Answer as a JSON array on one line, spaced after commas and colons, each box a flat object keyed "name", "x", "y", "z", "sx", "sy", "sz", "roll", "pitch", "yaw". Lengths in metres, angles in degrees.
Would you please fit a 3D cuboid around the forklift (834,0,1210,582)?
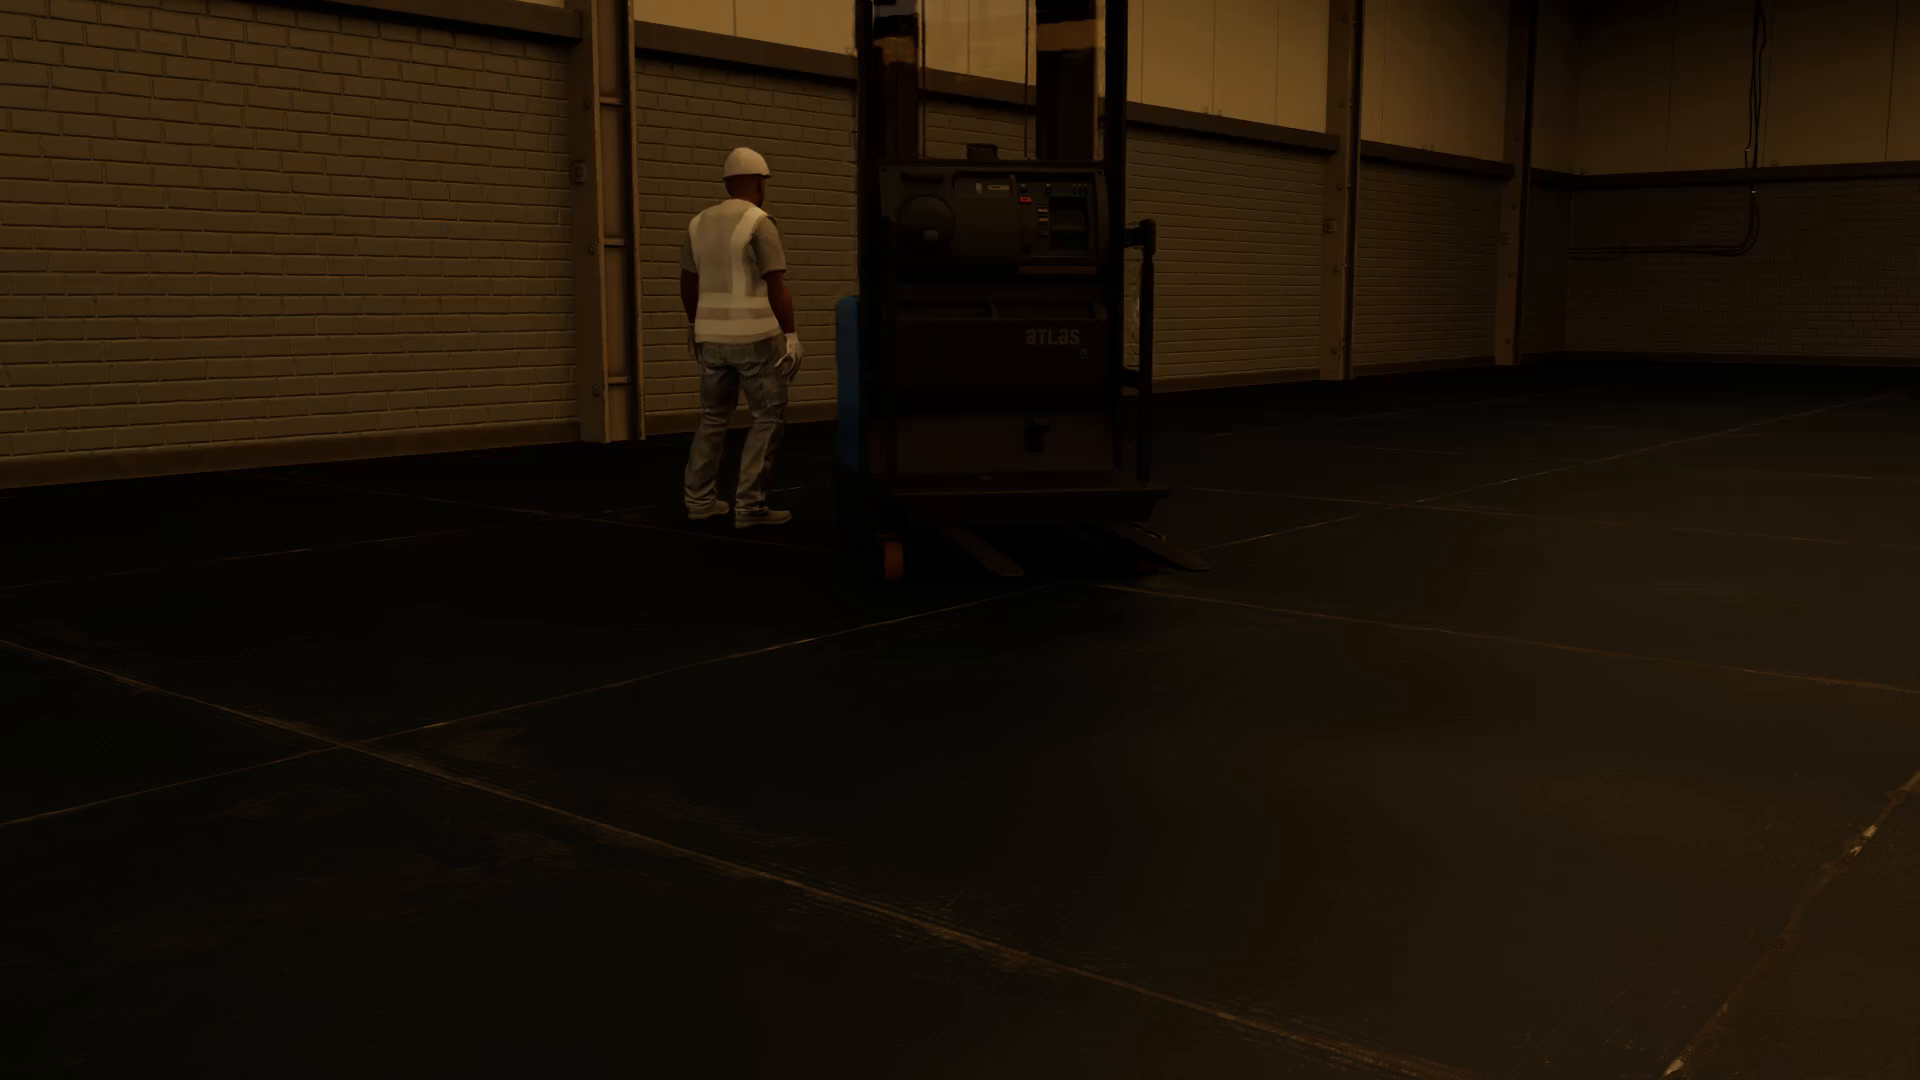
[{"name": "forklift", "x": 0.179, "y": -1.344, "z": 6.467, "sx": 1.130, "sy": 2.935, "sz": 3.031, "roll": -2, "pitch": 8, "yaw": -11}]

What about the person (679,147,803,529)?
[{"name": "person", "x": -1.023, "y": -0.950, "z": 7.827, "sx": 0.795, "sy": 1.759, "sz": 0.417, "roll": 6, "pitch": 10, "yaw": 36}]
